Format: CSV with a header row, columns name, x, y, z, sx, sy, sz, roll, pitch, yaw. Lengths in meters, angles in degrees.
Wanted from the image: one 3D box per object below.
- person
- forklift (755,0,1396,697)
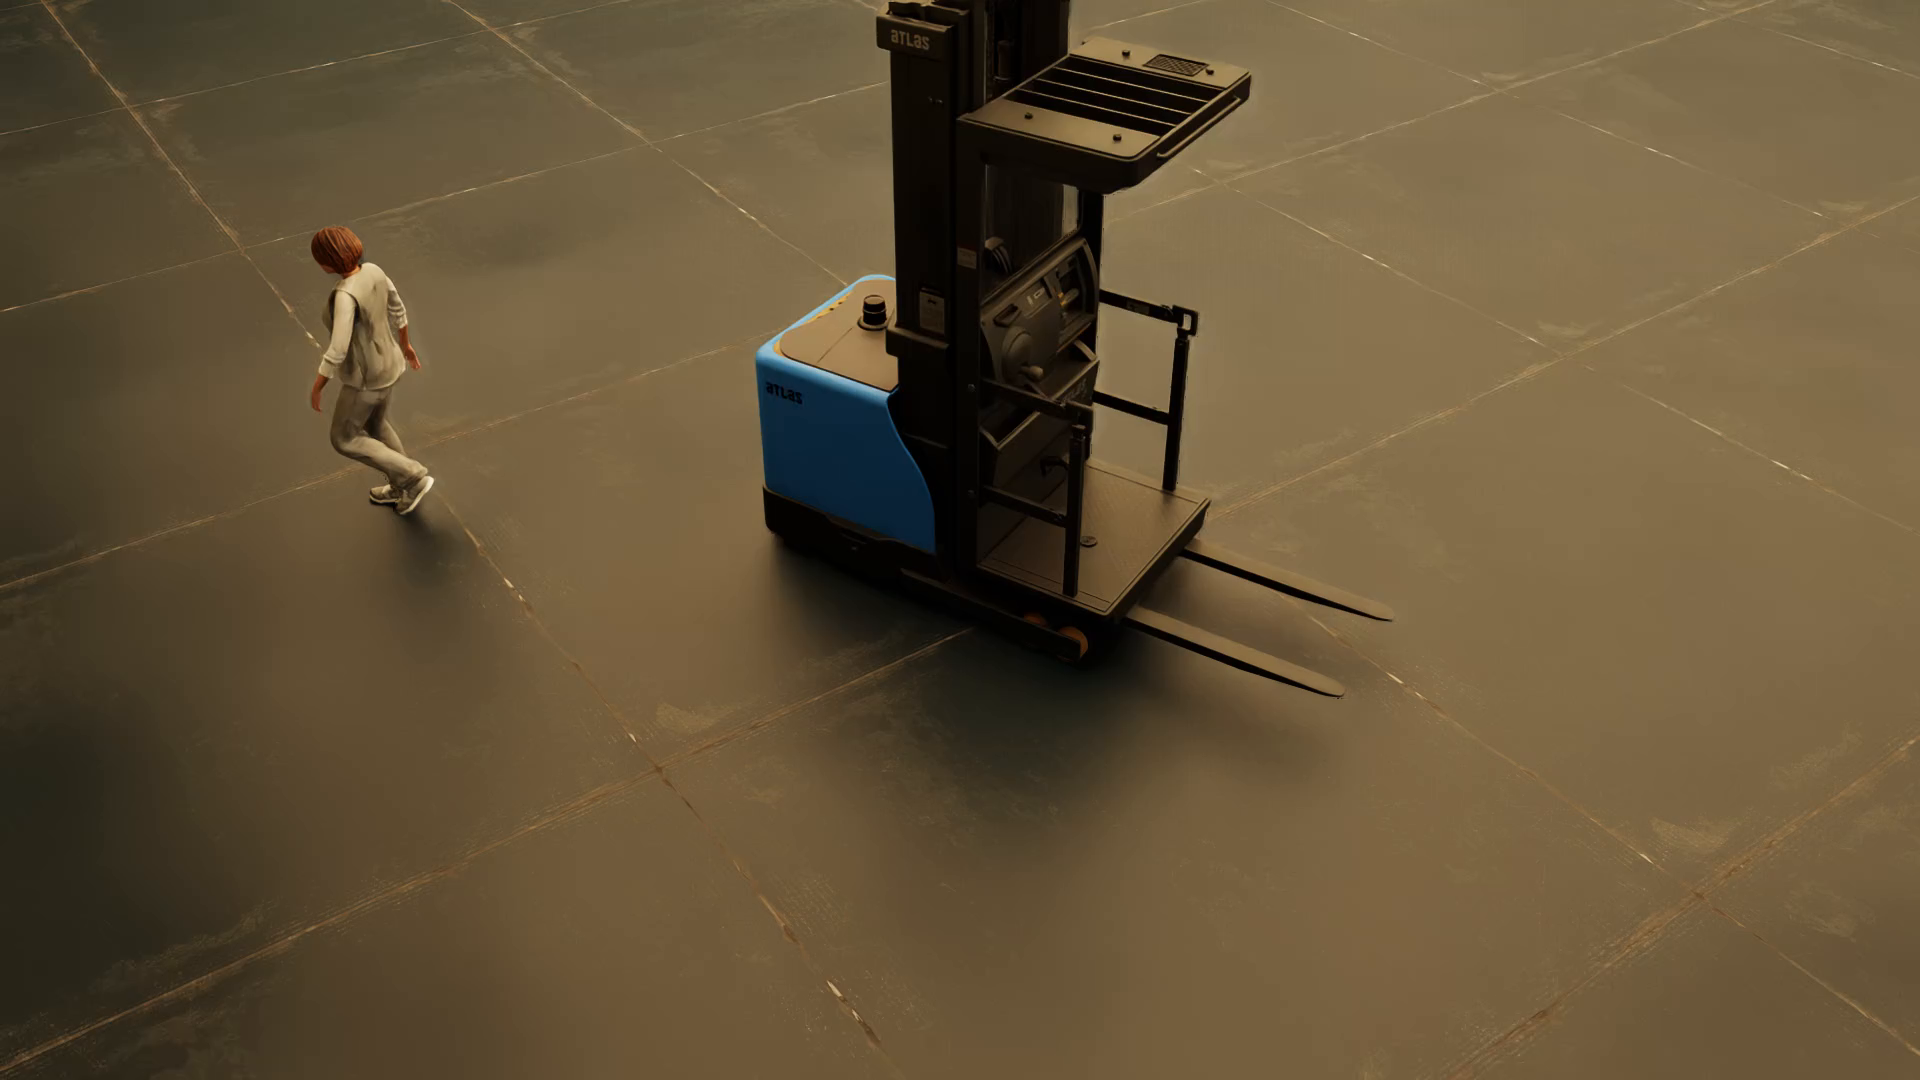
name,x,y,z,sx,sy,sz,roll,pitch,yaw
person,-2.883,-0.807,8.179,0.443,1.579,0.600,2,37,3
forklift,0.535,-0.977,7.265,3.031,2.935,1.130,21,41,26
